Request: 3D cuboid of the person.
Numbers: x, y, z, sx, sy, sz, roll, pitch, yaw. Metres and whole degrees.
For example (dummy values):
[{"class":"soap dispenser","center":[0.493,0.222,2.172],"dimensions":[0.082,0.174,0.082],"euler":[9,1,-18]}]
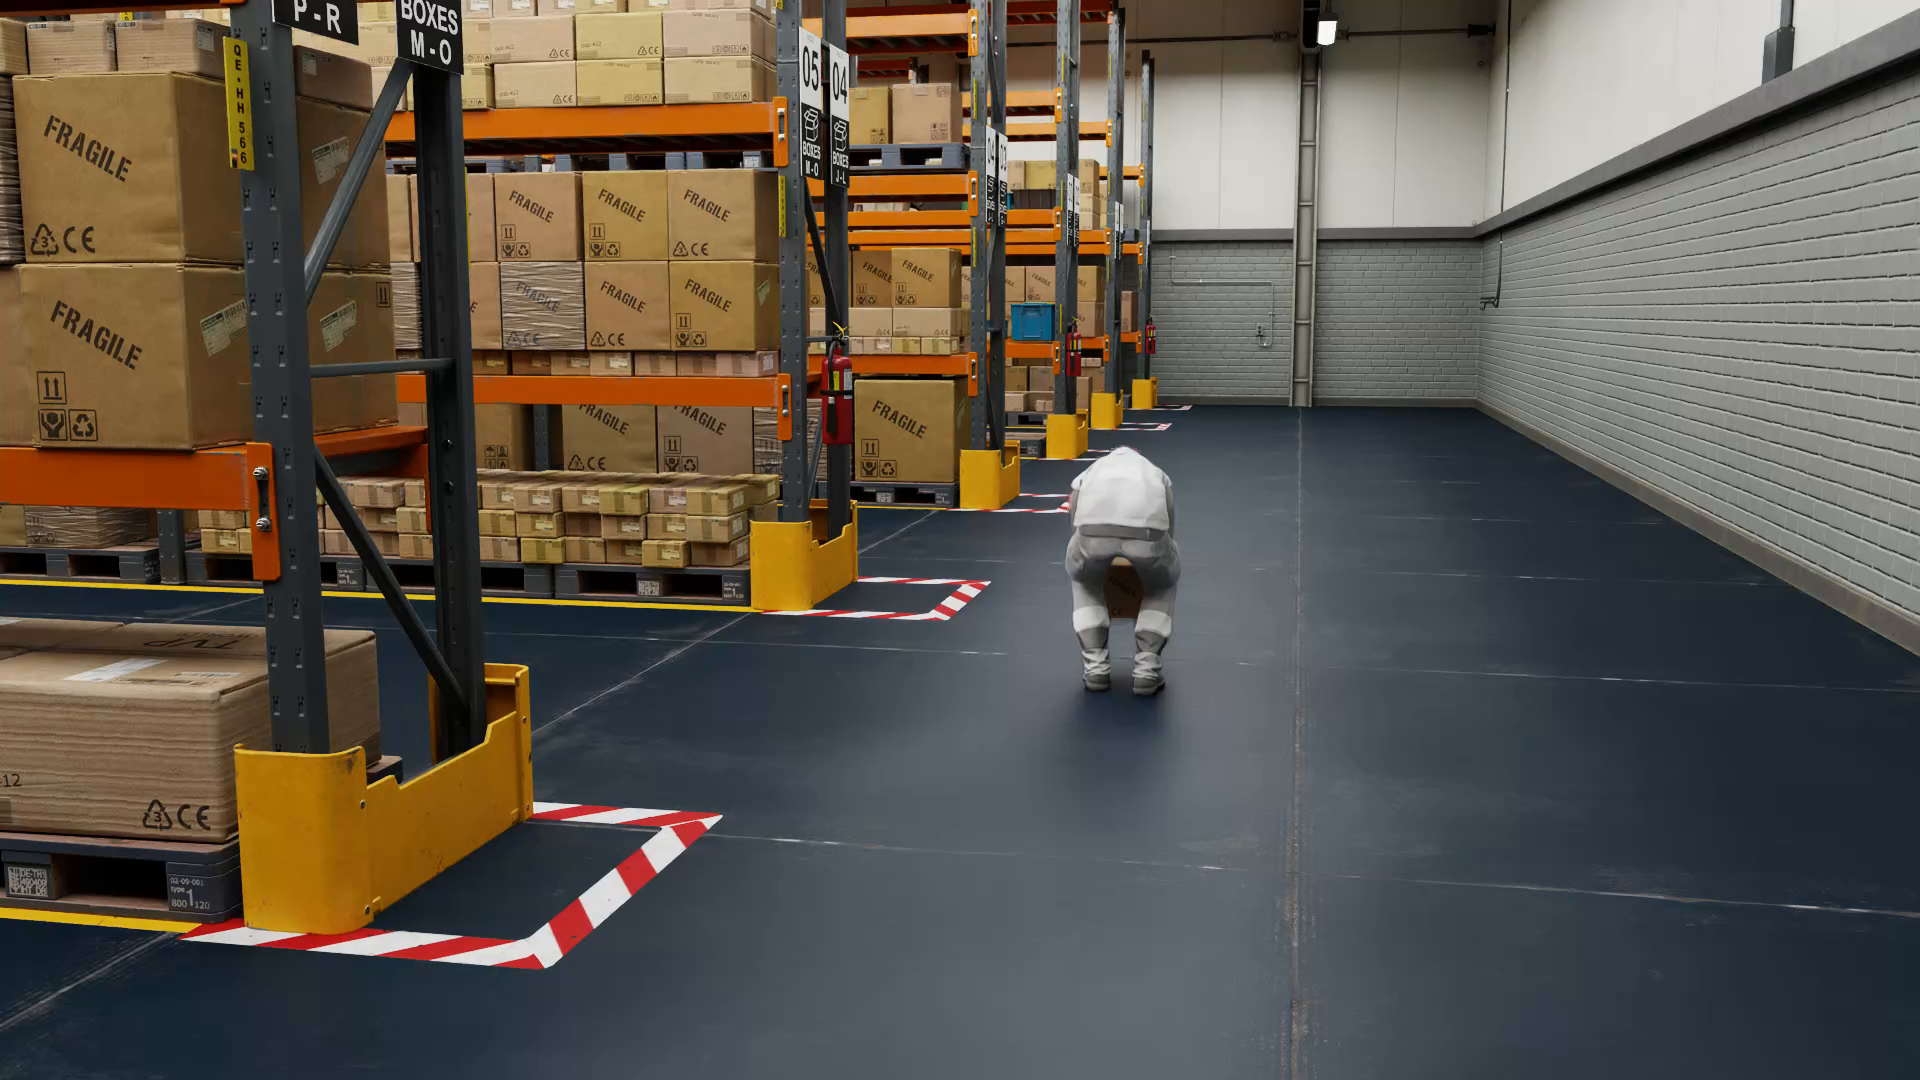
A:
[{"class":"person","center":[0.744,0.126,7.542],"dimensions":[0.522,1.039,0.958],"euler":[1,8,8]}]
